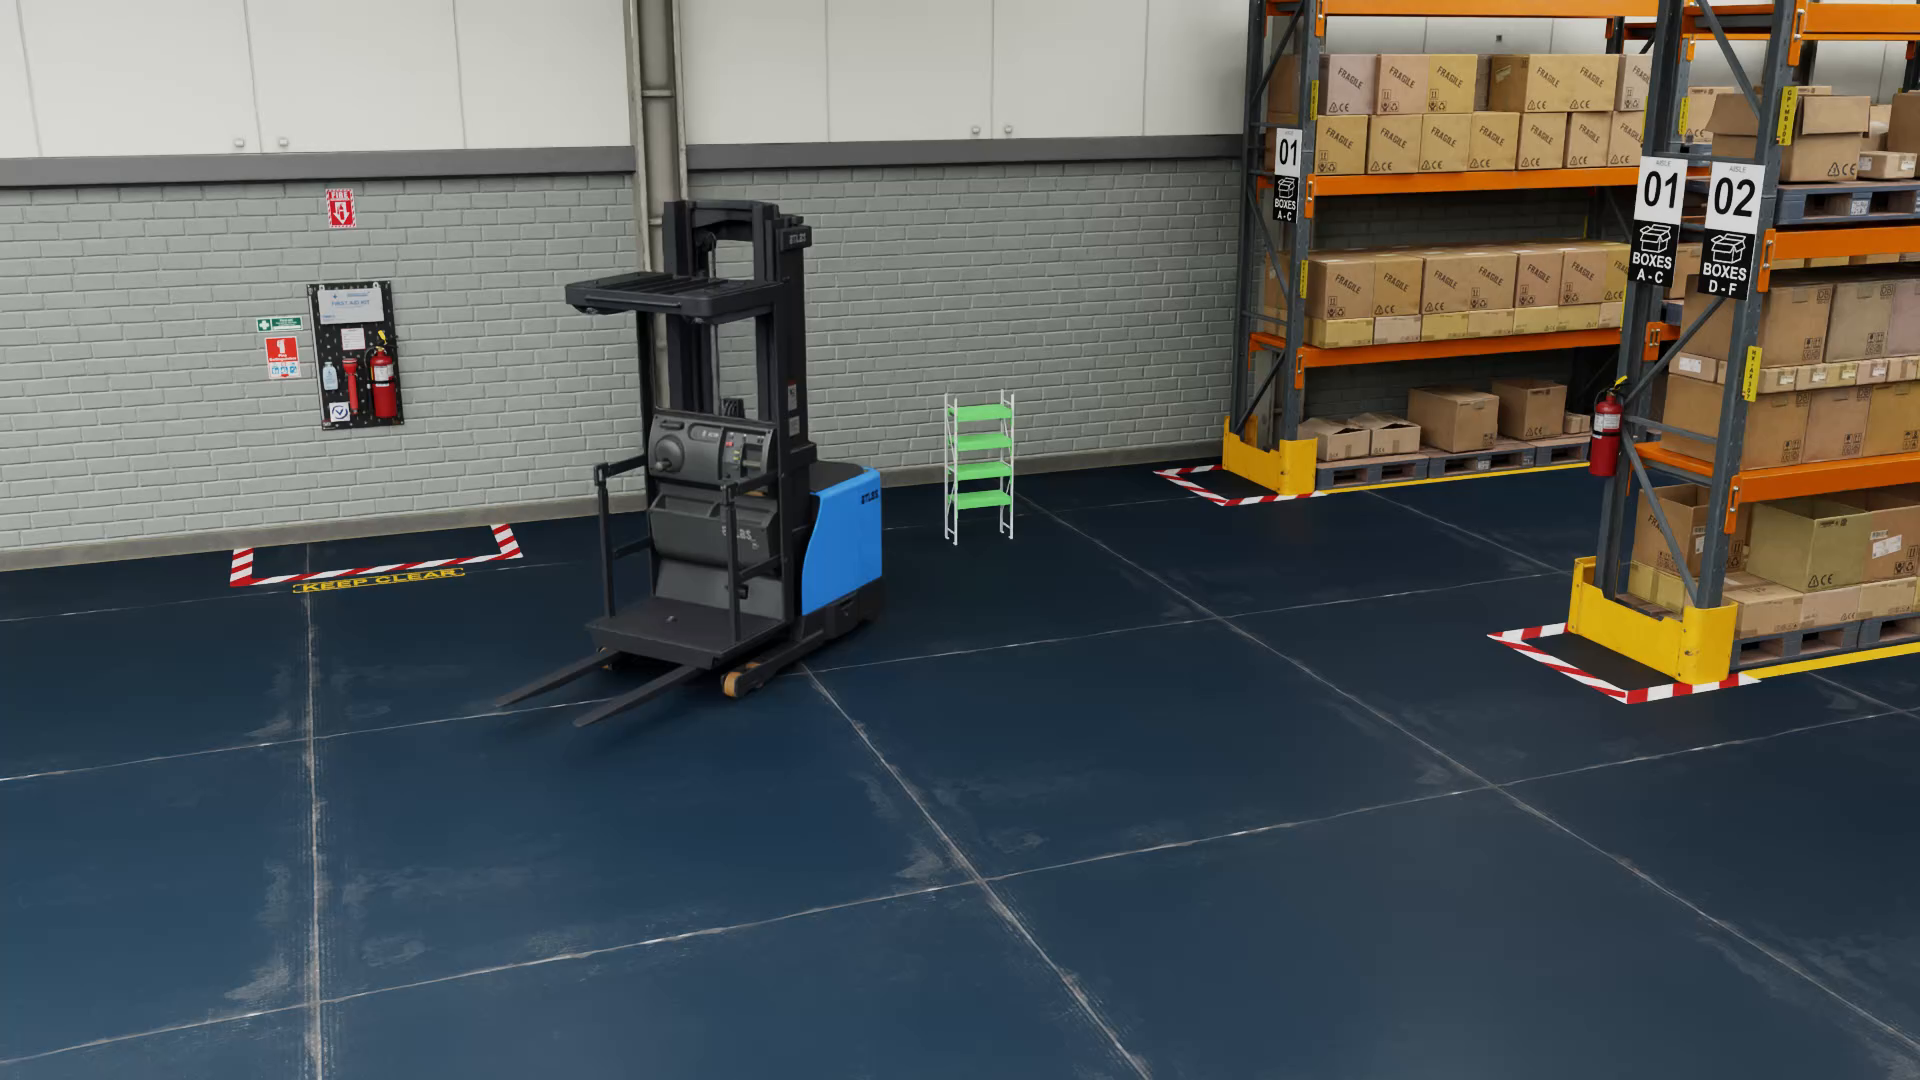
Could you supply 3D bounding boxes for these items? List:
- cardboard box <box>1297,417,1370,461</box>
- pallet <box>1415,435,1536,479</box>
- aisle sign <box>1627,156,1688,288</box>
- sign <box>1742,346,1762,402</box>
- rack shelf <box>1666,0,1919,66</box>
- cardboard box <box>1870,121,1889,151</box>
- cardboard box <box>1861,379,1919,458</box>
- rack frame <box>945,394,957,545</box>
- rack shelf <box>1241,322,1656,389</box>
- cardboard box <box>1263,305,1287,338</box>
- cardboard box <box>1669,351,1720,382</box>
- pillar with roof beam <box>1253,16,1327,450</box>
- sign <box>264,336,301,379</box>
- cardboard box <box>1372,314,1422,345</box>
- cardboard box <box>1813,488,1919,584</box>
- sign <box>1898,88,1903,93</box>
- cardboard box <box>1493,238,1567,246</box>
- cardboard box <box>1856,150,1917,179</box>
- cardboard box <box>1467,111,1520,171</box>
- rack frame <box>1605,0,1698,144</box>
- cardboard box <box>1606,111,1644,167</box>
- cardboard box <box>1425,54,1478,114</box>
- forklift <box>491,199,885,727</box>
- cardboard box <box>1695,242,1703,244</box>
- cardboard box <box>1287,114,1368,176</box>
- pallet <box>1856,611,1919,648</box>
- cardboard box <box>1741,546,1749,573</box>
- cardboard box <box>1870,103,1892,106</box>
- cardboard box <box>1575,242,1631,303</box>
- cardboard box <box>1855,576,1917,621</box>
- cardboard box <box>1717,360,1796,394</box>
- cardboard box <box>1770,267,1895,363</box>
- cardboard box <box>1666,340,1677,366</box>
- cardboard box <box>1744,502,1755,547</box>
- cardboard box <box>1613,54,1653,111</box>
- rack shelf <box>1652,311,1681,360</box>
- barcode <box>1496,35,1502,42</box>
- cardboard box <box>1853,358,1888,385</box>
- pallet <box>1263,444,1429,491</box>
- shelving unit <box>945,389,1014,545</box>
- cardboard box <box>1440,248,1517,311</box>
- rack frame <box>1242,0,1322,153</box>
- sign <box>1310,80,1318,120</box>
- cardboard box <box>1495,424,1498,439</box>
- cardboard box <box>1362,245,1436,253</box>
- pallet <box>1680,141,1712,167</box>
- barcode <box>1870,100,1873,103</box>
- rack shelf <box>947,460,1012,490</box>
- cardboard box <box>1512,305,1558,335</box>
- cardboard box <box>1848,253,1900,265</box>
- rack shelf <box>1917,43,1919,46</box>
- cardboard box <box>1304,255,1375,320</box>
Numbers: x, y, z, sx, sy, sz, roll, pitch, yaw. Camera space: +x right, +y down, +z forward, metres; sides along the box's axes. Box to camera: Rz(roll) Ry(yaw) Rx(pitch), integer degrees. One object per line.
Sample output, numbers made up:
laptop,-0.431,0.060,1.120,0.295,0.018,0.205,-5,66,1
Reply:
cardboard box,3.472,-0.963,15.546,0.500,0.311,0.500,-8,18,-26
pallet,4.773,-0.860,16.153,1.213,0.211,1.003,-6,17,-20
aisle sign,4.403,-2.011,10.509,0.004,0.787,0.394,-6,17,-20
sign,4.763,-1.000,10.002,0.005,0.325,0.100,-6,17,-20
rack shelf,6.437,-3.236,10.634,4.000,0.370,1.077,-6,17,-20
cardboard box,6.070,-2.600,10.968,0.500,0.311,0.500,-4,17,-14
cardboard box,5.965,-0.888,11.120,0.500,0.500,0.700,-6,17,-20
rack frame,-0.073,-0.568,13.402,0.015,1.200,0.240,-6,17,-20
rack shelf,4.661,-1.853,15.860,4.000,0.370,1.077,-6,17,-20
cardboard box,3.161,-2.032,15.424,0.500,0.250,0.500,-6,17,-19
cardboard box,4.858,-1.141,10.831,0.250,0.149,0.380,-6,18,-21
pillar with roof beam,4.678,-4.040,11.385,0.400,9.000,9.100,-6,17,-20
sign,-5.339,-1.439,13.111,0.234,0.329,0.001,-6,17,-20
cardboard box,3.843,-1.956,15.164,0.500,0.250,0.500,-7,18,-22
cardboard box,6.079,-0.035,11.199,0.500,0.500,0.500,-6,17,-20
sign,10.073,-4.675,17.812,0.005,0.325,0.100,-6,17,-20
cardboard box,5.531,-2.653,16.209,0.500,0.500,0.500,-6,17,-20
cardboard box,5.731,-2.353,10.415,0.250,0.149,0.380,-6,17,-20
cardboard box,4.686,-3.619,15.060,0.500,0.500,0.500,-5,17,-17
rack frame,6.529,-5.278,15.600,0.127,3.000,1.000,-6,17,-20
cardboard box,6.143,-3.780,15.610,0.500,0.500,0.500,-6,17,-19
cardboard box,4.201,-4.039,14.719,0.500,0.500,0.500,-6,17,-19
forklift,-1.682,-0.572,10.344,1.130,2.935,3.031,9,19,27
cardboard box,7.541,-2.755,16.699,0.500,0.500,0.700,-4,17,-14
cardboard box,3.195,-3.461,14.523,0.500,0.500,0.500,-6,17,-19
pallet,6.406,0.435,11.743,1.213,0.211,1.003,-6,17,-20
cardboard box,5.427,0.239,11.594,0.500,0.250,0.500,-6,17,-20
cardboard box,9.509,-4.287,17.338,0.500,0.500,0.500,-6,17,-20
cardboard box,6.198,-2.568,15.919,0.500,0.500,0.500,-6,17,-20
cardboard box,6.083,0.327,11.294,0.500,0.250,0.500,-6,17,-20
cardboard box,5.013,-1.035,10.471,0.250,0.149,0.380,-6,18,-20
cardboard box,5.549,-1.467,10.790,0.500,0.500,0.700,-7,18,-22
cardboard box,7.620,-1.895,17.052,0.500,0.250,0.500,-7,18,-21
cardboard box,5.892,-0.172,11.665,0.500,0.500,0.500,-6,17,-20
cardboard box,6.158,-4.254,15.450,0.500,0.500,0.500,-8,18,-25
rack shelf,8.396,-2.256,17.233,4.000,0.370,1.077,-6,17,-20
barcode,5.077,-4.723,15.663,0.075,0.075,0.001,-6,17,-20
cardboard box,5.729,-1.112,10.733,0.250,0.149,0.380,-6,18,-21
pallet,3.636,-0.738,15.738,1.213,0.211,1.003,-6,17,-20
shelving unit,0.155,-0.592,13.486,0.503,1.200,0.258,-6,17,-20
cardboard box,4.775,-2.415,15.400,0.500,0.500,0.500,-6,17,-18
rack frame,2.794,-4.875,14.227,0.127,3.000,1.000,-6,17,-20
sign,2.988,-3.712,14.040,0.005,0.325,0.100,-6,17,-20
cardboard box,5.028,-1.087,16.254,0.250,0.149,0.380,-8,18,-25
cardboard box,4.113,-2.498,15.682,0.500,0.500,0.500,-7,18,-22
pallet,7.143,-3.783,16.166,1.003,0.211,1.213,-6,17,-20
barcode,9.687,-4.644,17.701,0.075,0.075,0.001,-6,17,-20
rack shelf,0.155,-0.531,13.504,0.480,0.148,0.258,-6,17,-20
cardboard box,5.263,-2.107,15.679,0.500,0.250,0.500,-6,17,-20
cardboard box,9.316,-2.948,17.356,0.500,0.500,0.700,-8,18,-25
rack shelf,12.132,-5.346,17.818,4.000,0.370,1.077,-6,17,-20
cardboard box,3.347,-2.263,14.879,0.500,0.500,0.500,-6,17,-20
